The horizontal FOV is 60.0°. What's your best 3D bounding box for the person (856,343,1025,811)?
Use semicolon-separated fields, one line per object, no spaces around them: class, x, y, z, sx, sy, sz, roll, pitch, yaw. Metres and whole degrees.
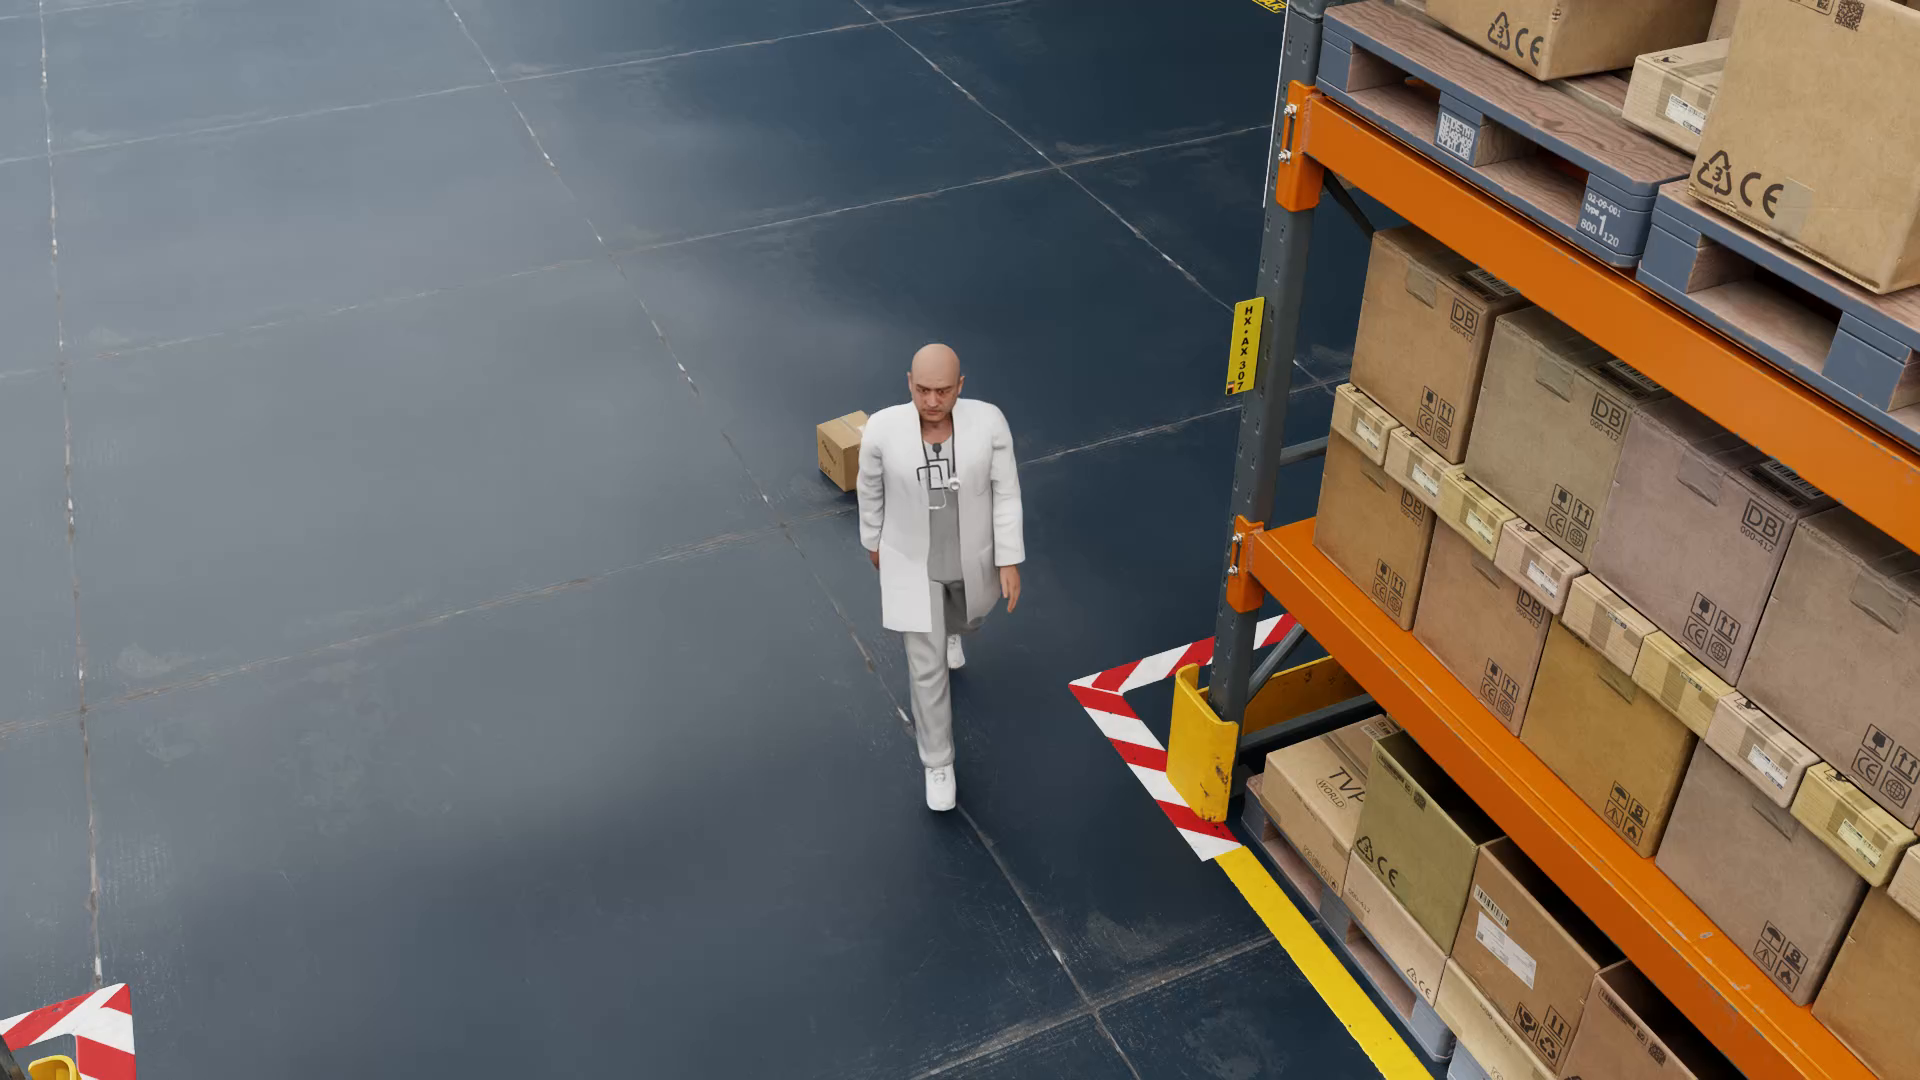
person;-0.073;0.028;6.126;0.583;1.733;1.110;-6;37;-8
